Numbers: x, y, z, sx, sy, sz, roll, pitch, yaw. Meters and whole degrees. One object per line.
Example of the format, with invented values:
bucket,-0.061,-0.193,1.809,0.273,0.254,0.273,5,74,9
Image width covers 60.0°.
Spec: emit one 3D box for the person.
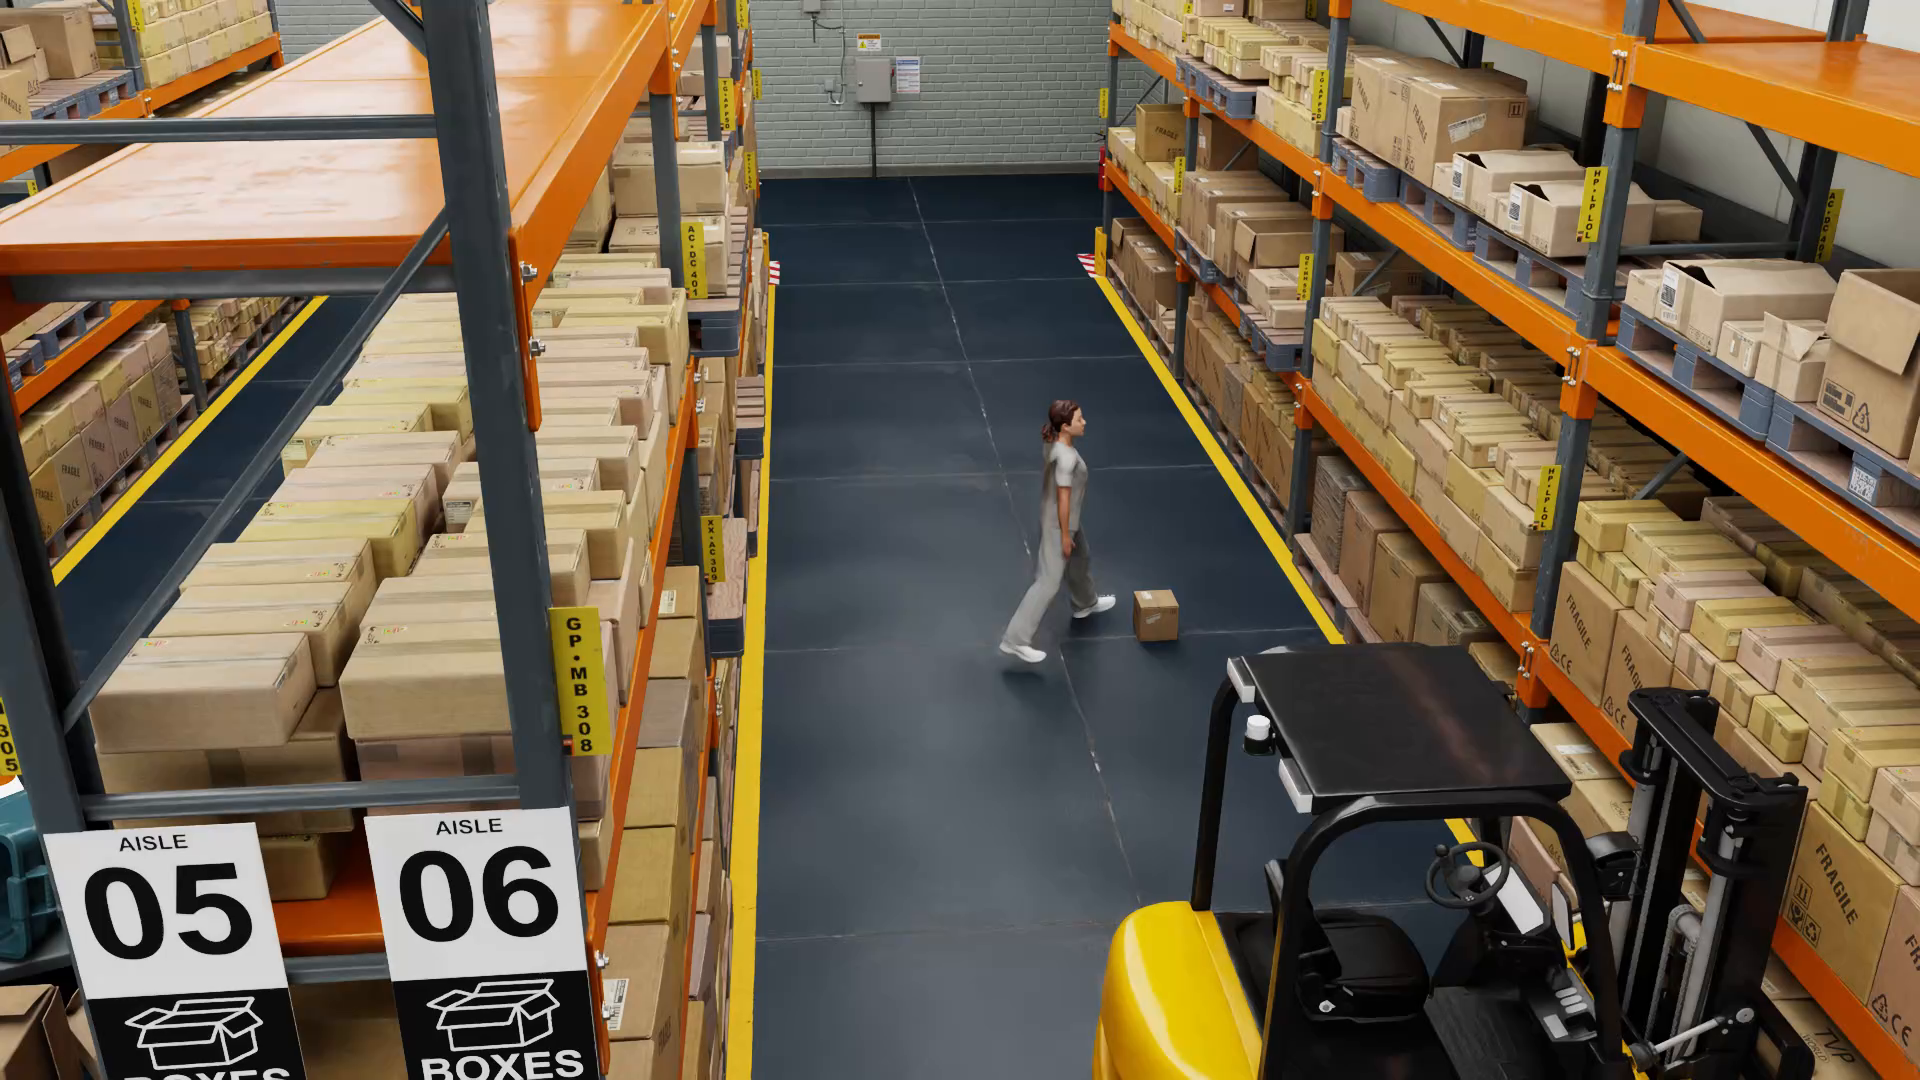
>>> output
person,0.654,-0.088,10.548,0.873,1.625,0.834,-2,24,-6
